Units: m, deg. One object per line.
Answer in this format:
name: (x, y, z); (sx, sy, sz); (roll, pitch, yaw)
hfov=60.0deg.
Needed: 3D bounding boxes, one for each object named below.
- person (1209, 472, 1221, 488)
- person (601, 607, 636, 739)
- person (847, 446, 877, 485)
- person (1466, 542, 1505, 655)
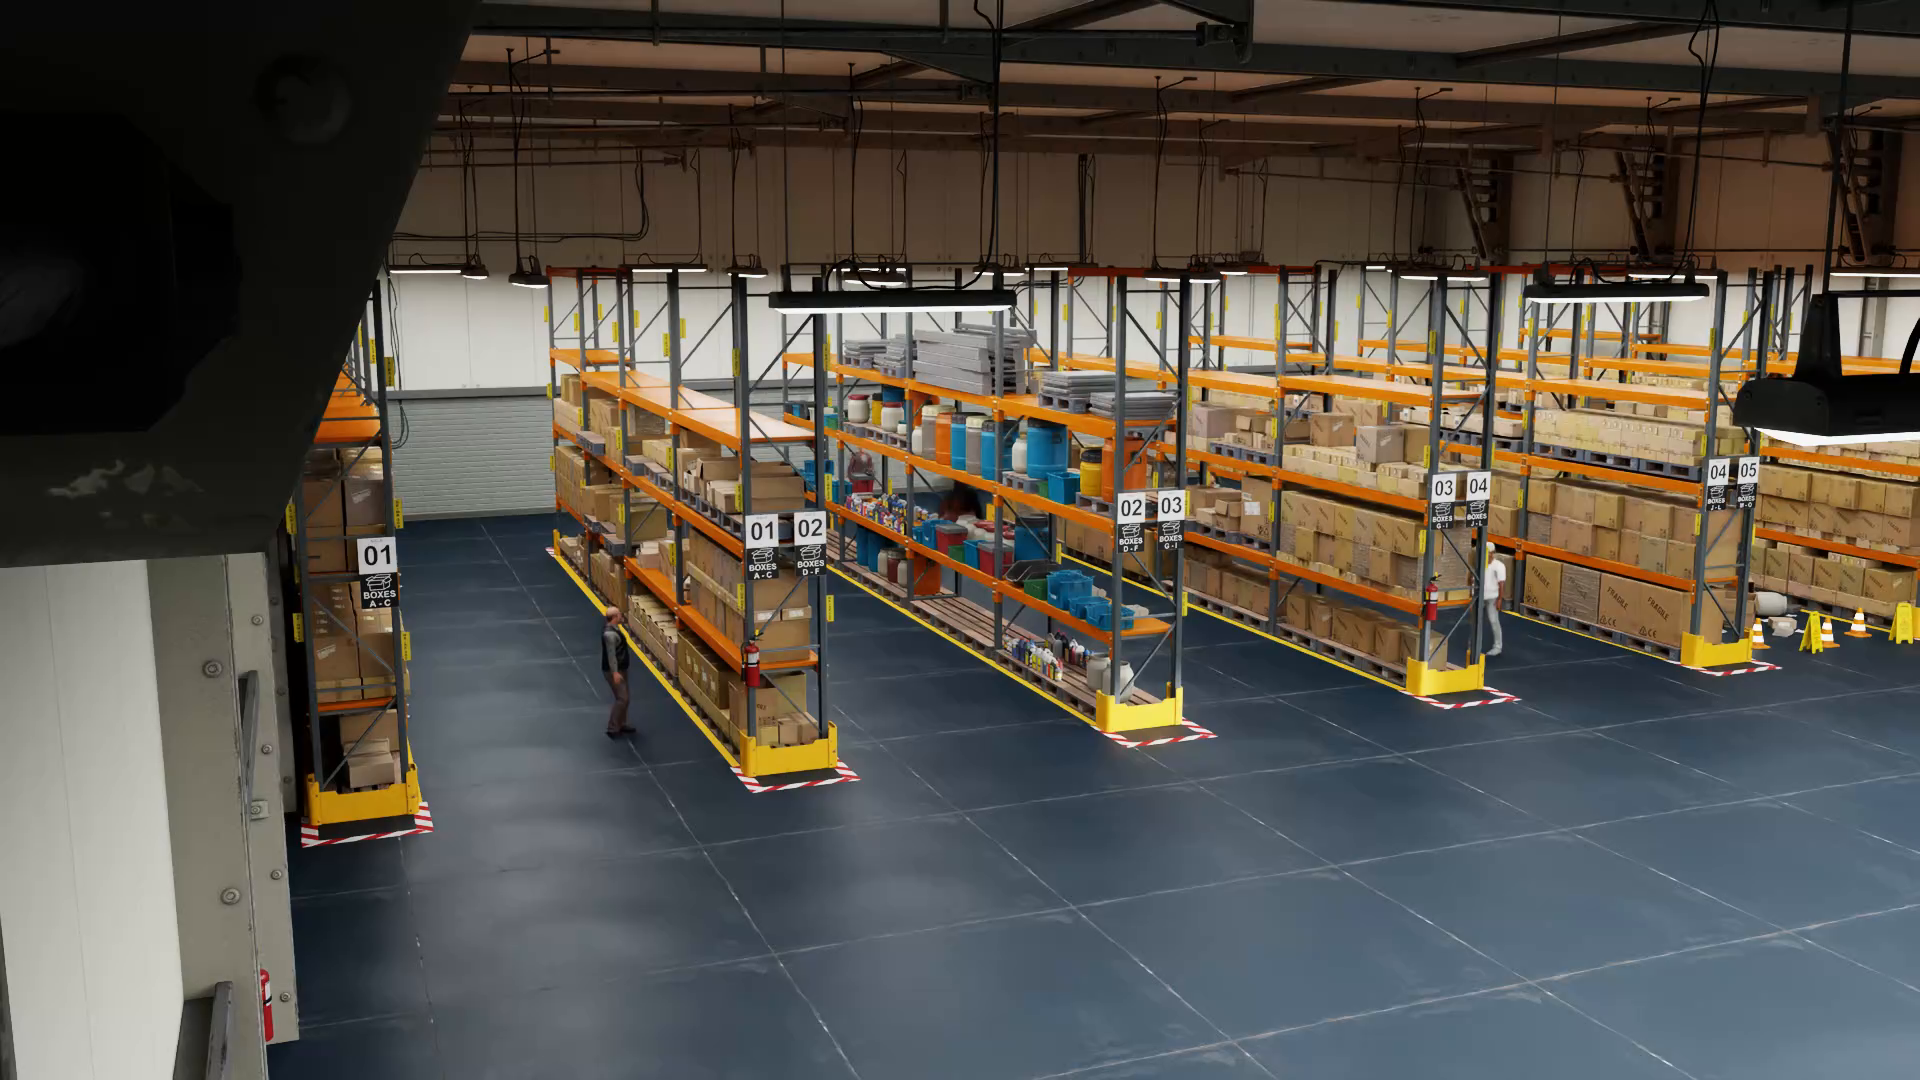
person: (5.401, -0.660, 35.705); (0.590, 1.619, 1.041); (-4, 11, -22)
person: (-4.508, 1.760, 21.904); (0.422, 1.800, 0.589); (0, 10, -2)
person: (-2.348, -1.472, 40.008); (0.654, 1.748, 0.965); (-9, 13, -42)
person: (8.300, 0.905, 26.331); (0.616, 1.766, 0.459); (8, 13, 39)
